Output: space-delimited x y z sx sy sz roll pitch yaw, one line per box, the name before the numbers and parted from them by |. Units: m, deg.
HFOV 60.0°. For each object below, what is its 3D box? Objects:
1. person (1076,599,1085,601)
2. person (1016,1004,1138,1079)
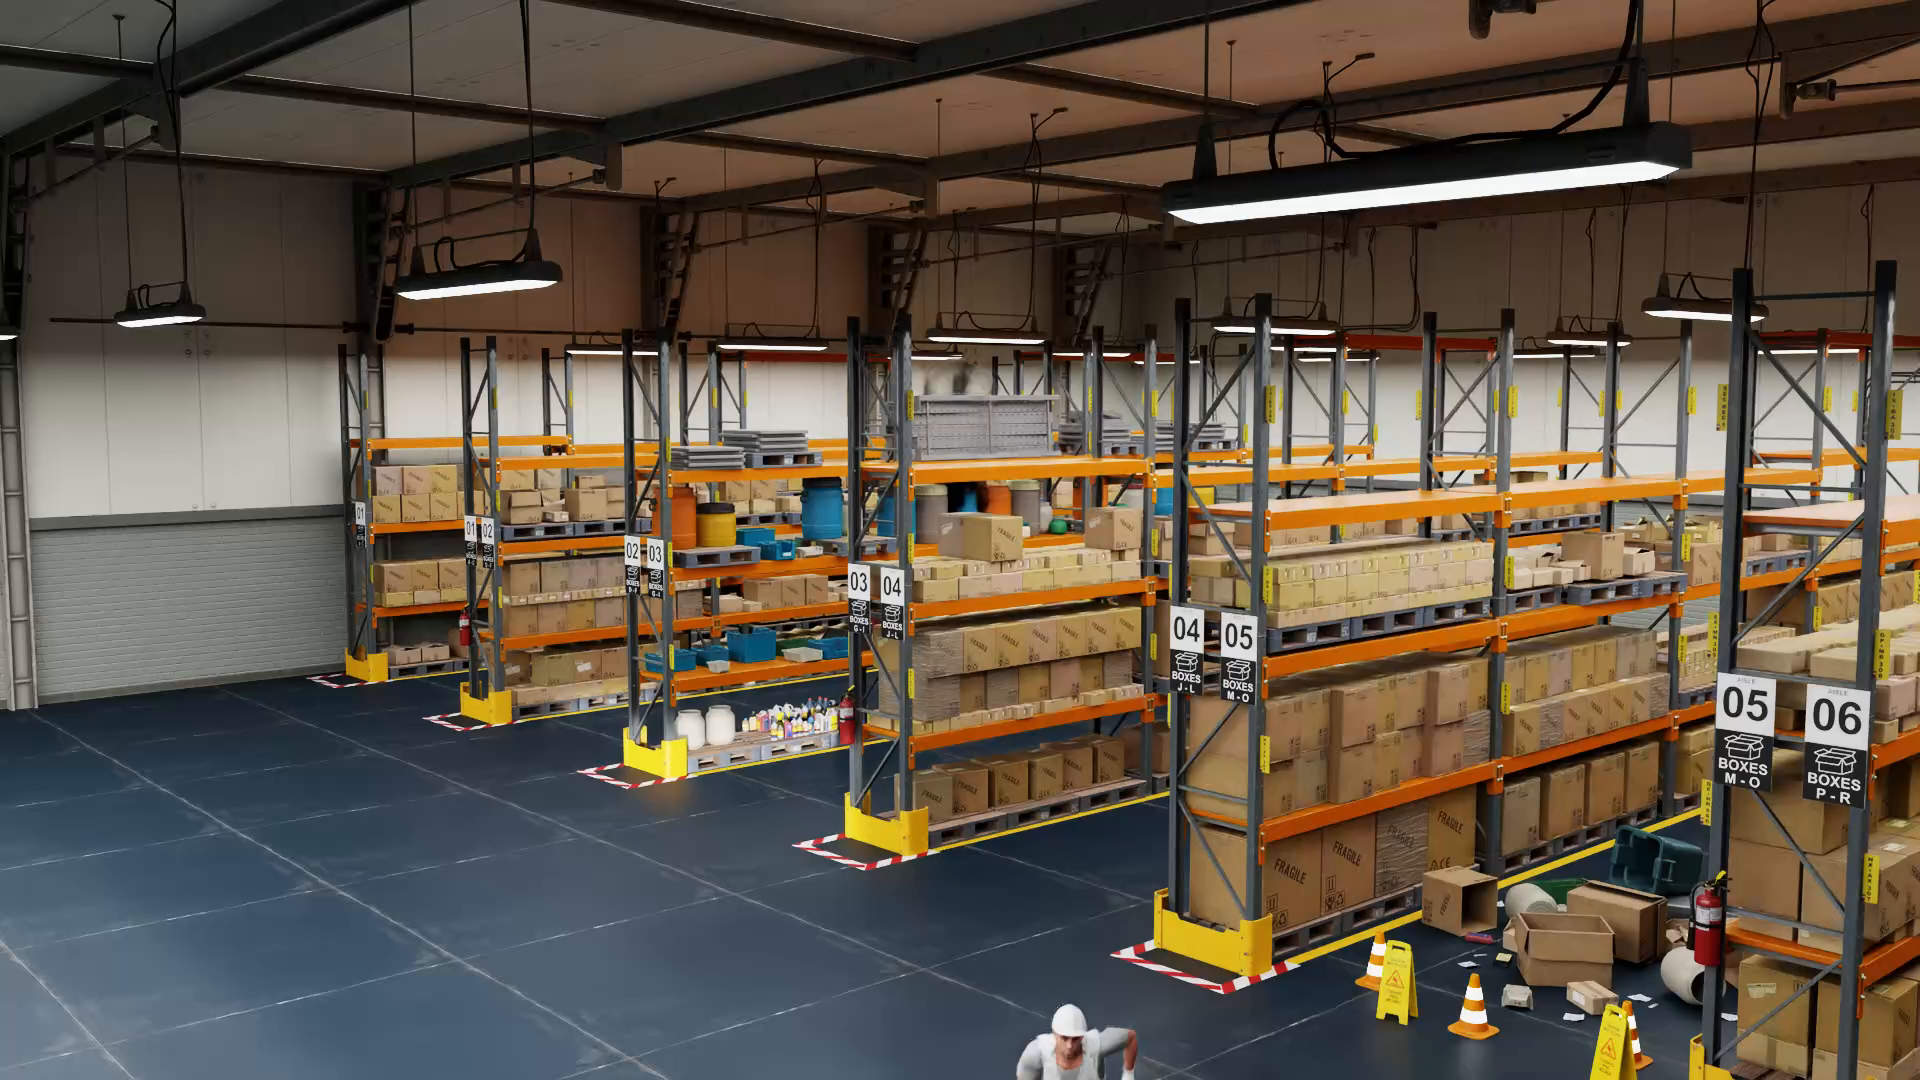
person | 1.995 1.730 25.880 0.684 1.699 0.780 4 6 36
person | 0.690 3.471 9.843 0.706 1.694 0.978 1 5 7
